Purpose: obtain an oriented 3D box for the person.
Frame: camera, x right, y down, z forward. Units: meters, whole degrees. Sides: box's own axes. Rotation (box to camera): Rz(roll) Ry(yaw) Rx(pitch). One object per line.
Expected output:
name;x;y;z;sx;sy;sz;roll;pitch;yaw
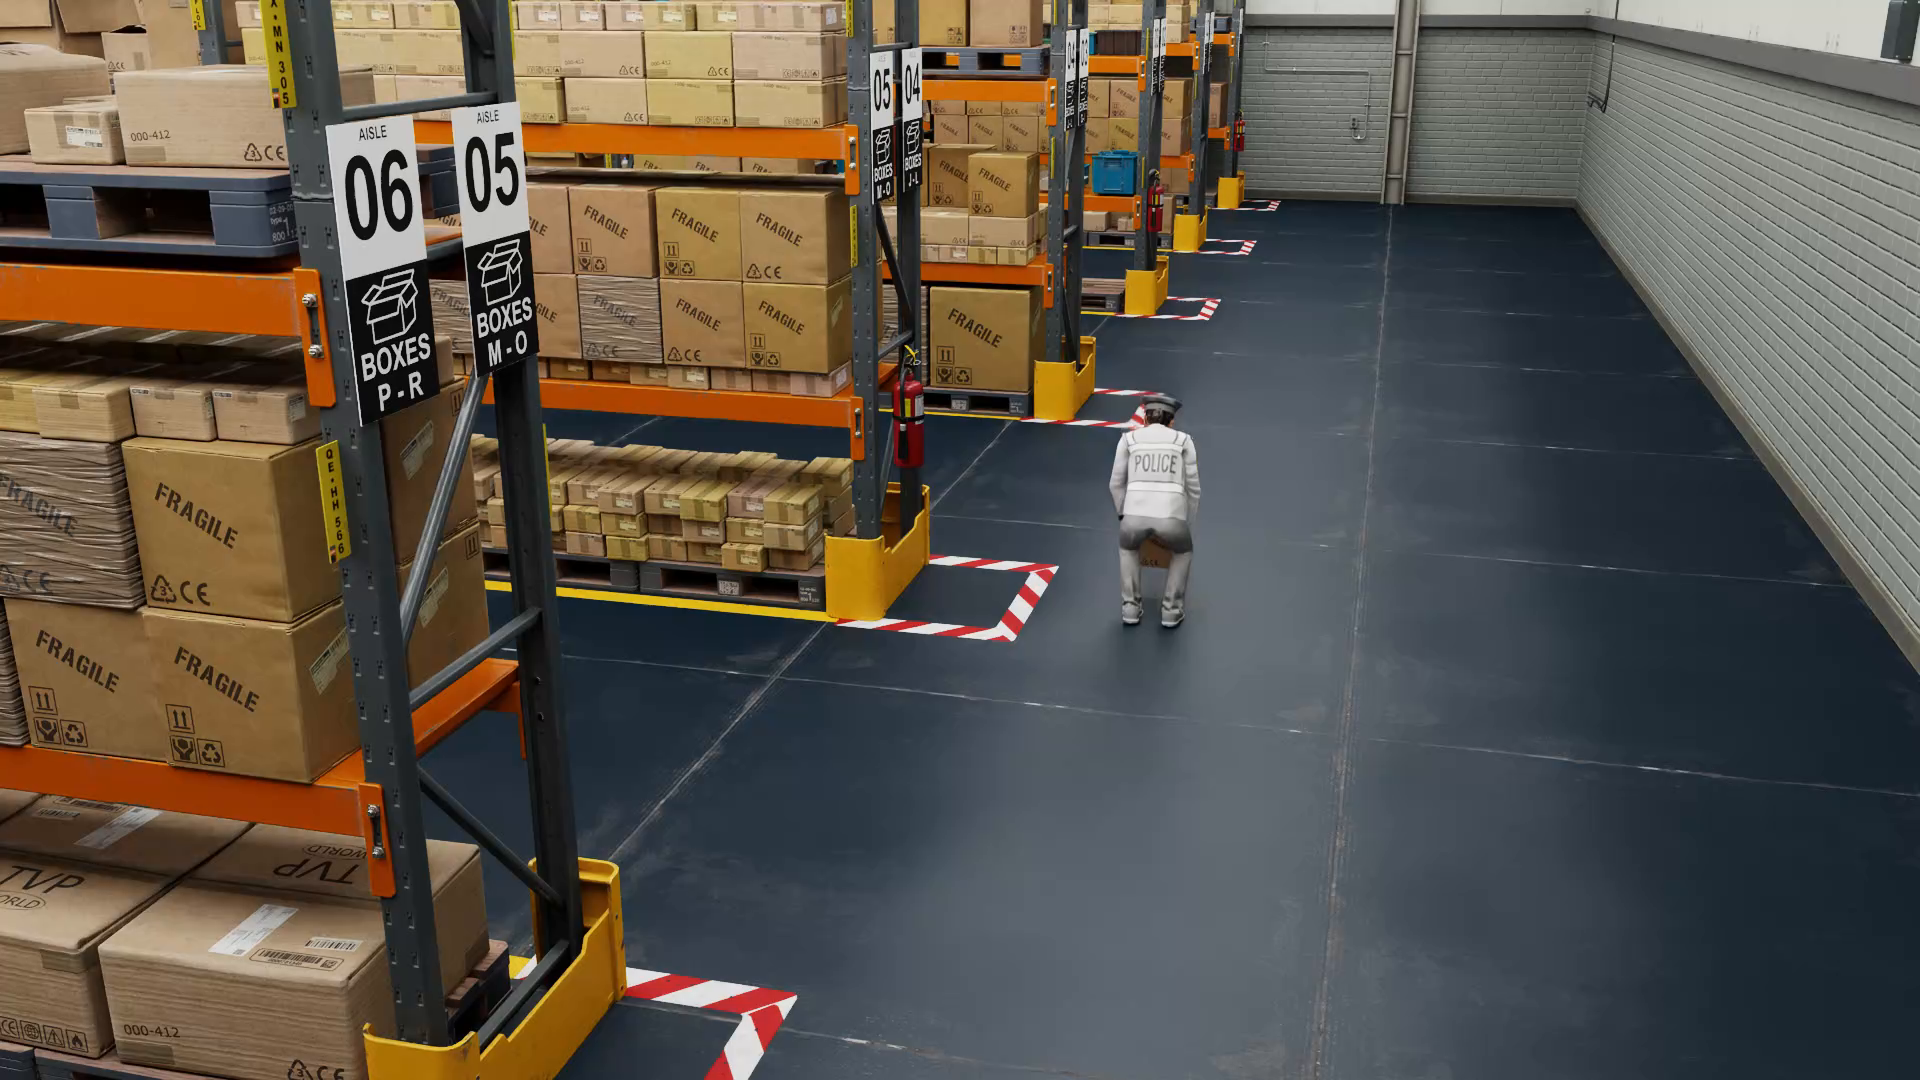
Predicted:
person;1.117;-0.169;9.664;0.534;1.294;0.749;5;19;13
